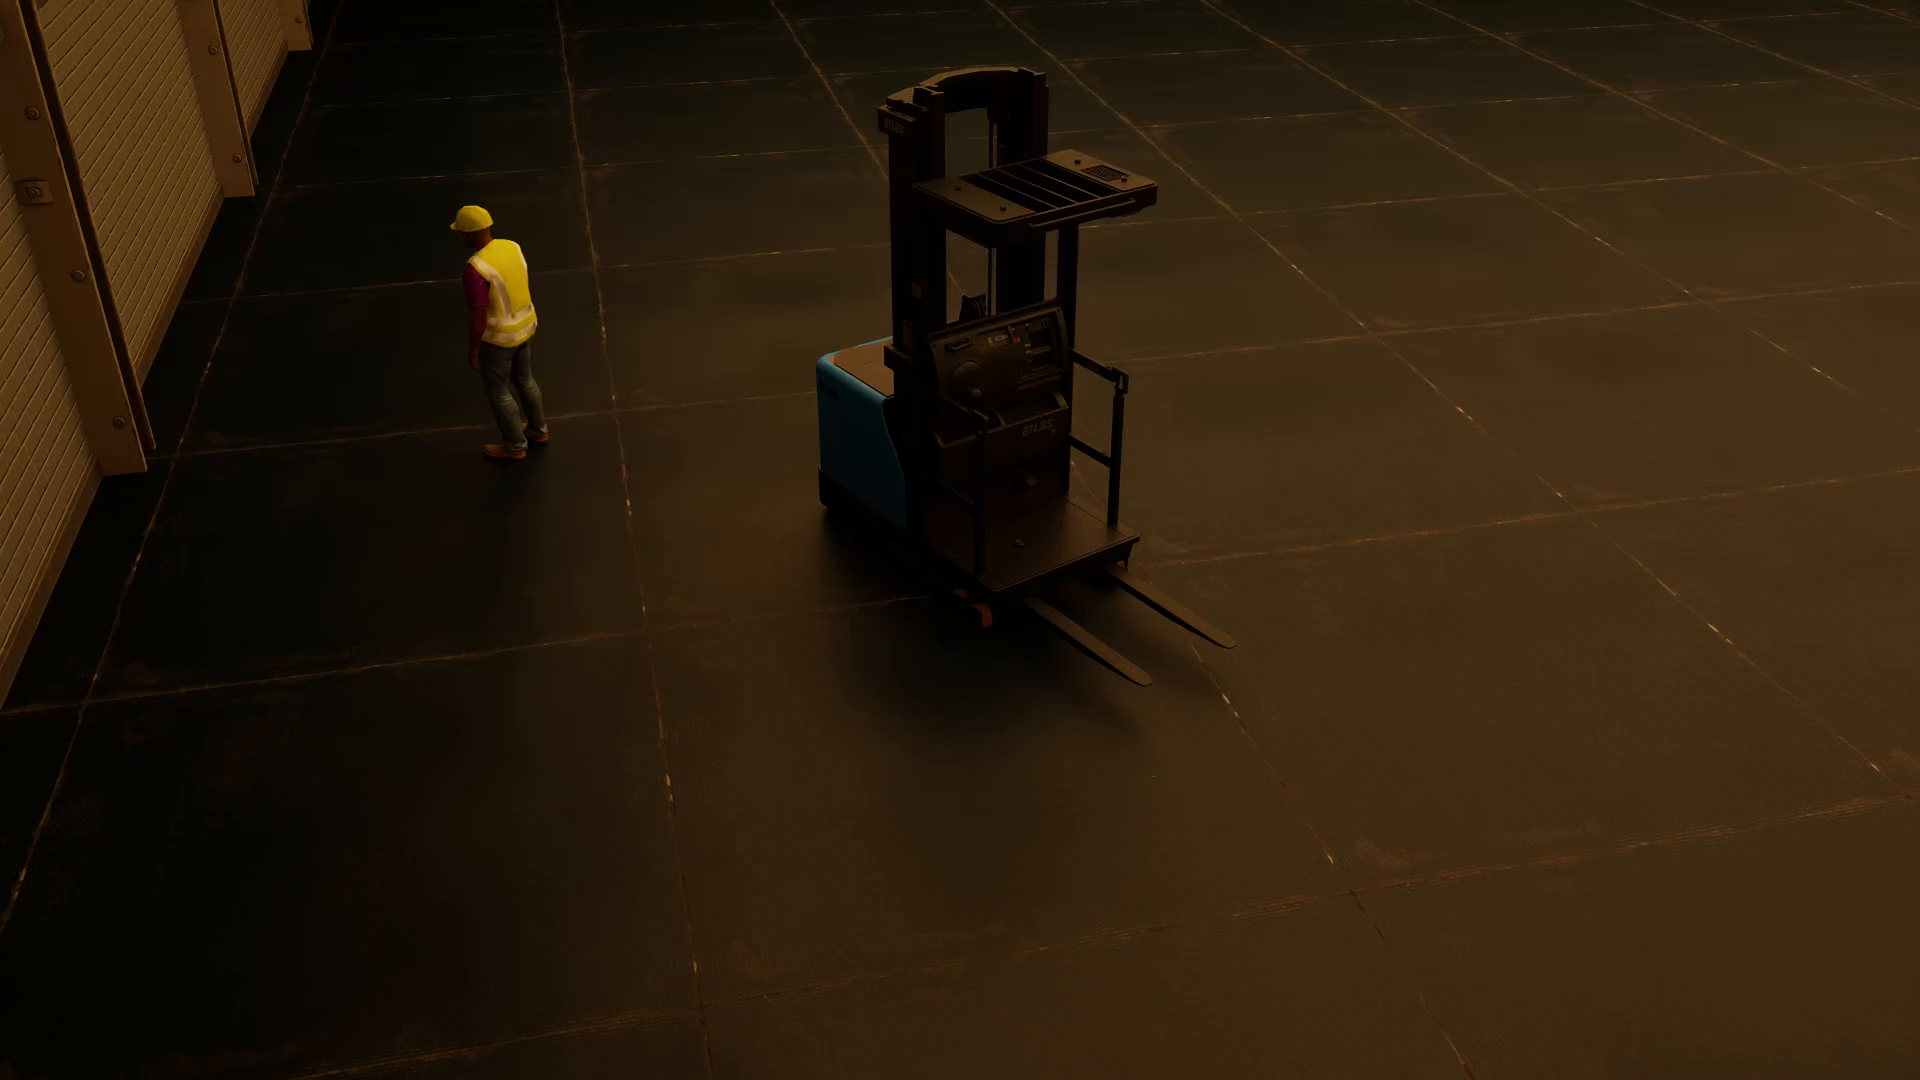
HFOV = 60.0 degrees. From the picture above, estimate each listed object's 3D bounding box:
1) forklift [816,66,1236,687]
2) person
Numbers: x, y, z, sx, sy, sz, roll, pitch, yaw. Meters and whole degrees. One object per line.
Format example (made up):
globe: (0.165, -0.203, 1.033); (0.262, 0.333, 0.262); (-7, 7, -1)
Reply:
forklift: (0.355, -1.021, 9.338); (1.130, 2.935, 3.031); (-20, 35, -30)
person: (-3.086, -1.394, 11.153); (0.454, 1.761, 0.636); (11, 32, 18)
